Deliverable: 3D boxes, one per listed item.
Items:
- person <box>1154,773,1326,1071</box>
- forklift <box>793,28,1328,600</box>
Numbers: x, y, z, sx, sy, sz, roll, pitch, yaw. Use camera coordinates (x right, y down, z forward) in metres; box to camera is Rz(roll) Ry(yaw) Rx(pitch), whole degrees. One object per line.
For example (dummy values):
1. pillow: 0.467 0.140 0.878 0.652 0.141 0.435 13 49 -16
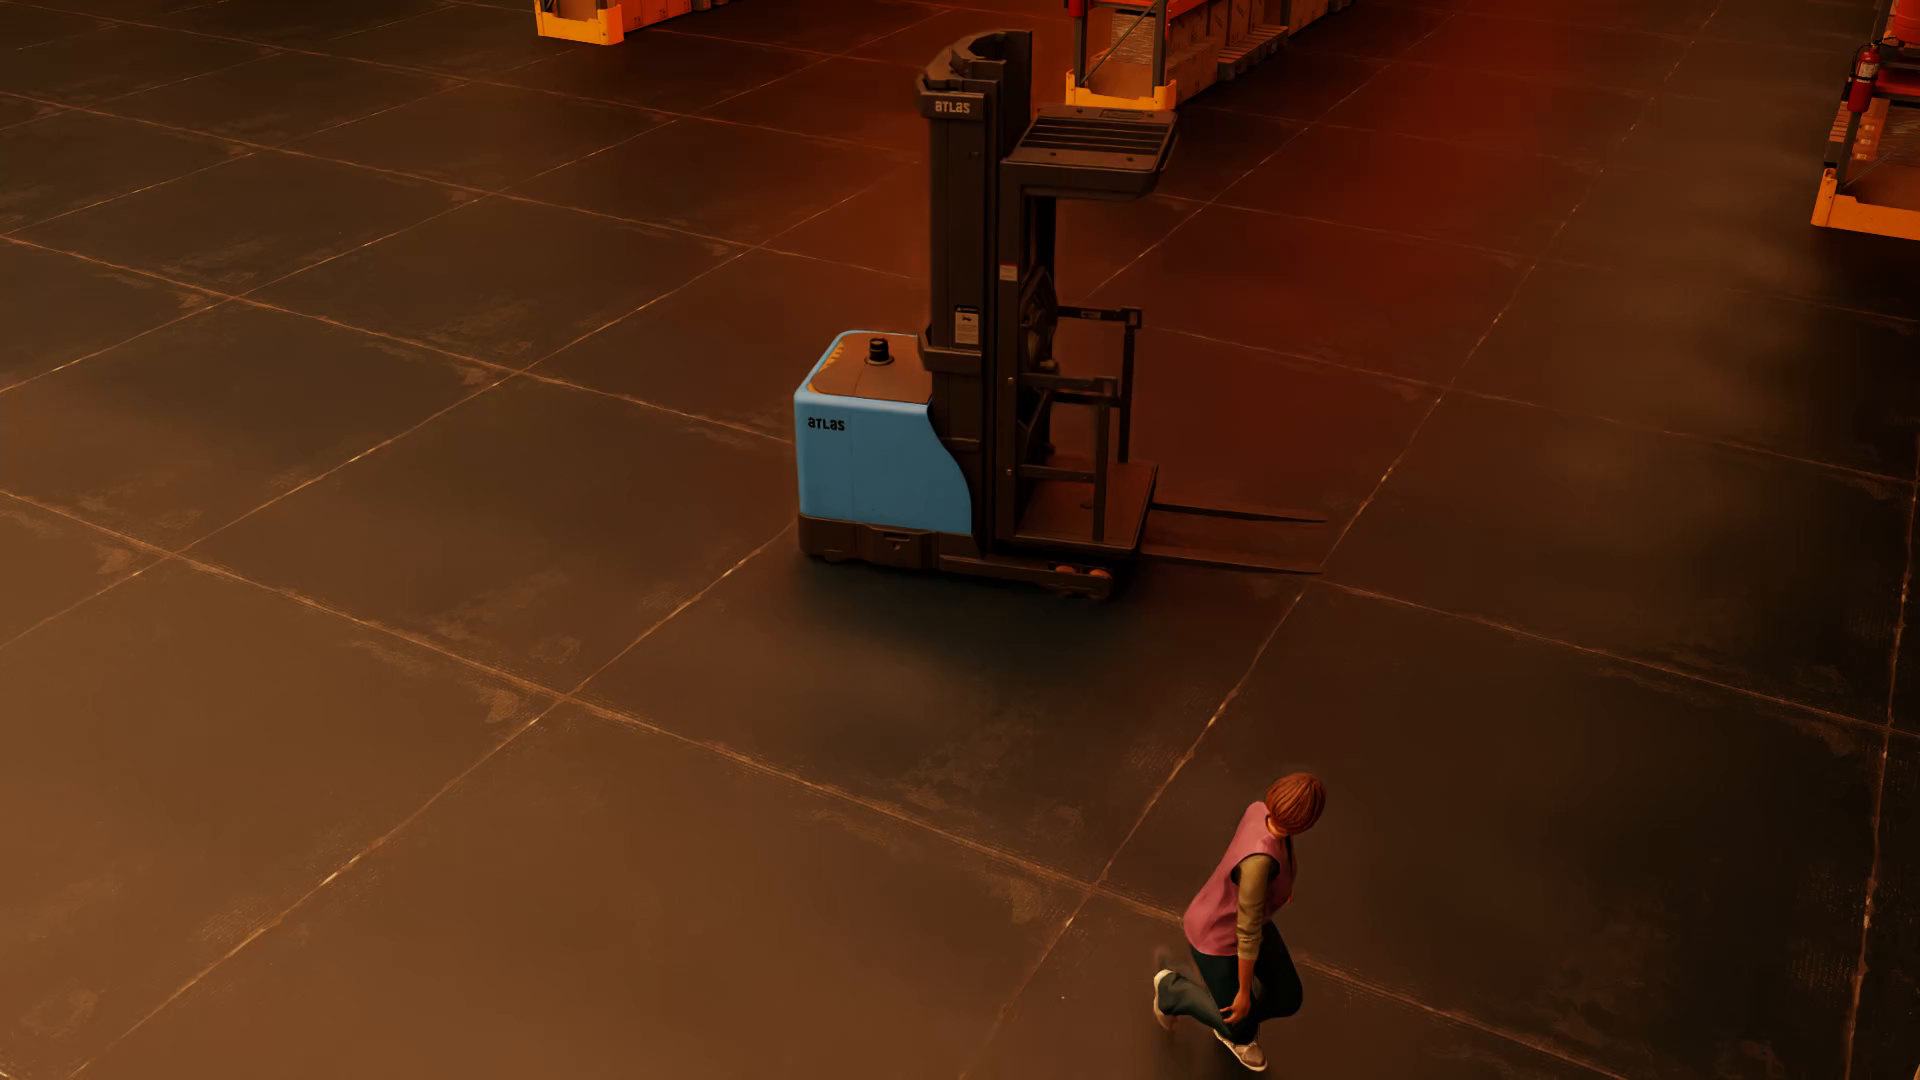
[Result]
1. person: 1.013 1.412 6.184 0.583 1.402 0.692 20 35 30
2. forklift: 0.621 -1.225 9.194 3.031 2.935 1.130 7 31 11
